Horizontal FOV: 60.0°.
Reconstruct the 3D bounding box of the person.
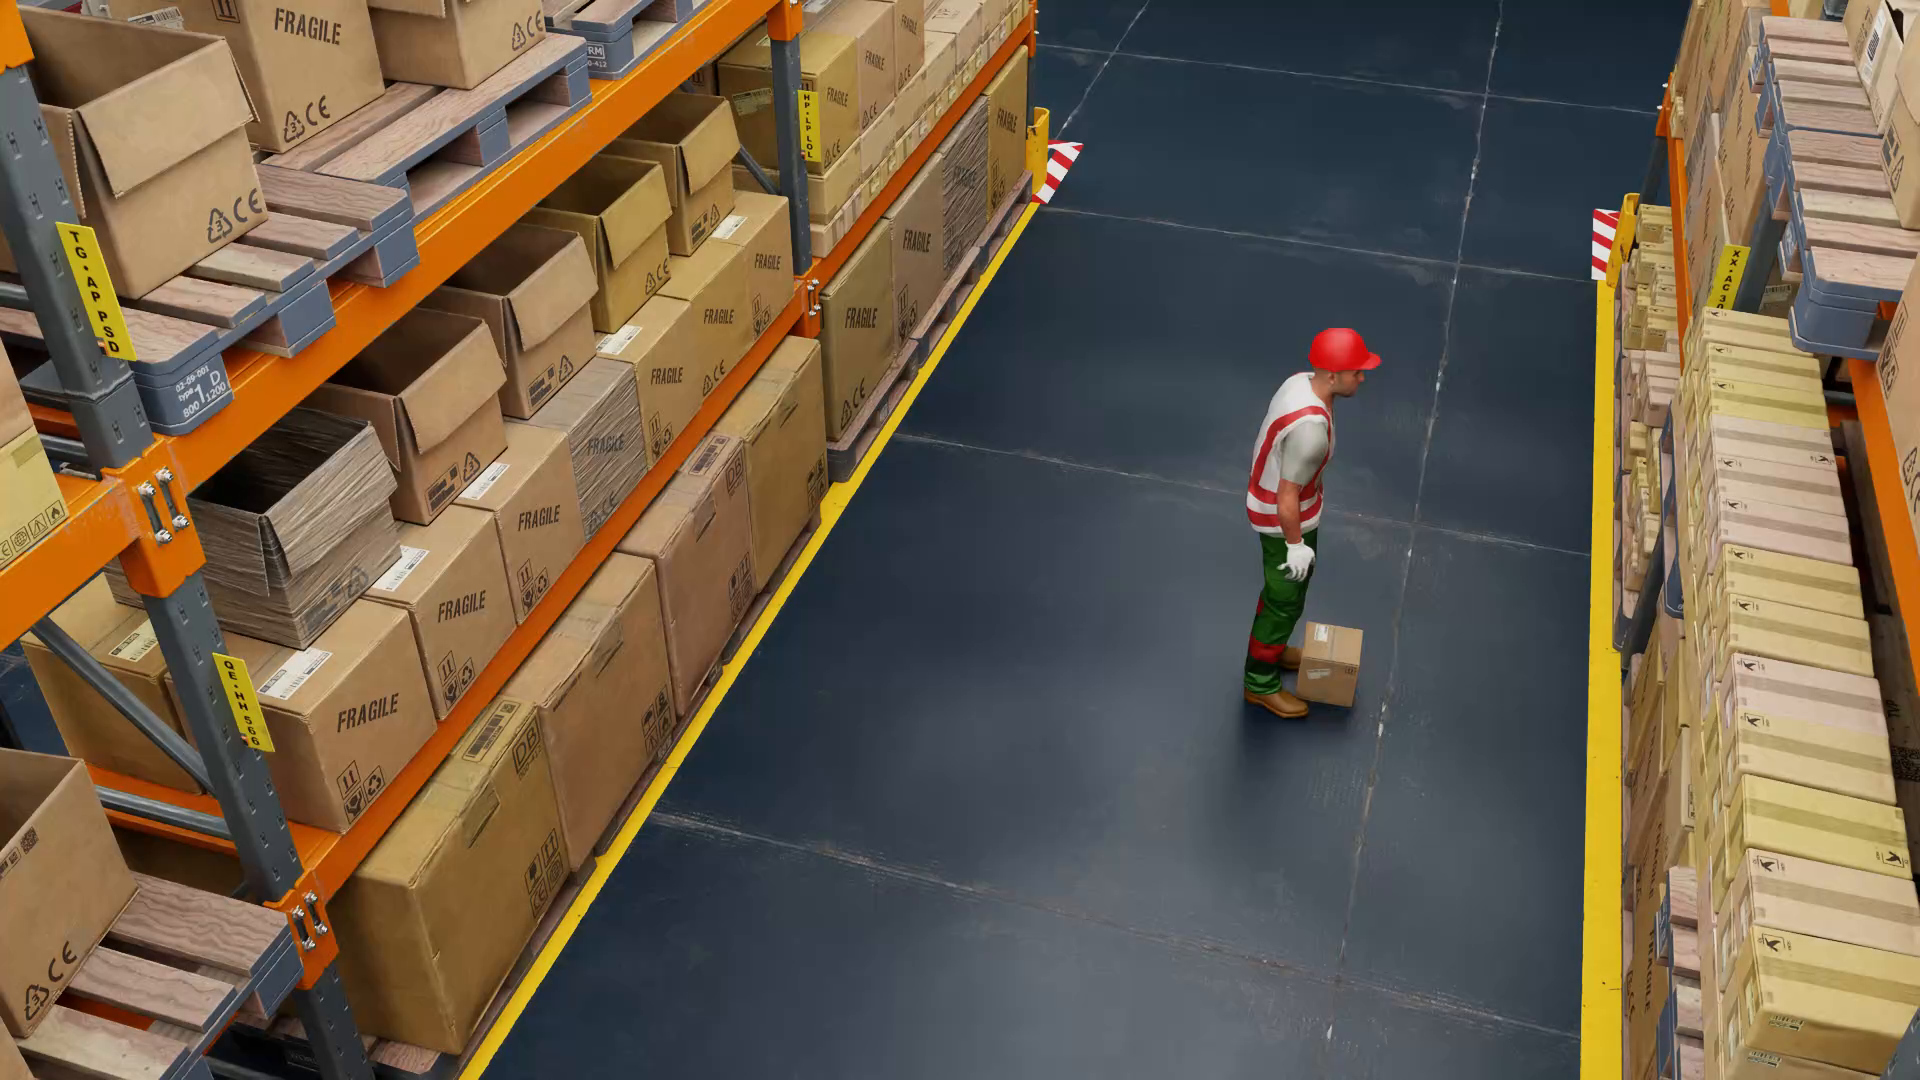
[{"bbox_3d":[1.428,-0.099,7.013,0.453,1.778,0.615,8,38,11],"label":"person"}]
